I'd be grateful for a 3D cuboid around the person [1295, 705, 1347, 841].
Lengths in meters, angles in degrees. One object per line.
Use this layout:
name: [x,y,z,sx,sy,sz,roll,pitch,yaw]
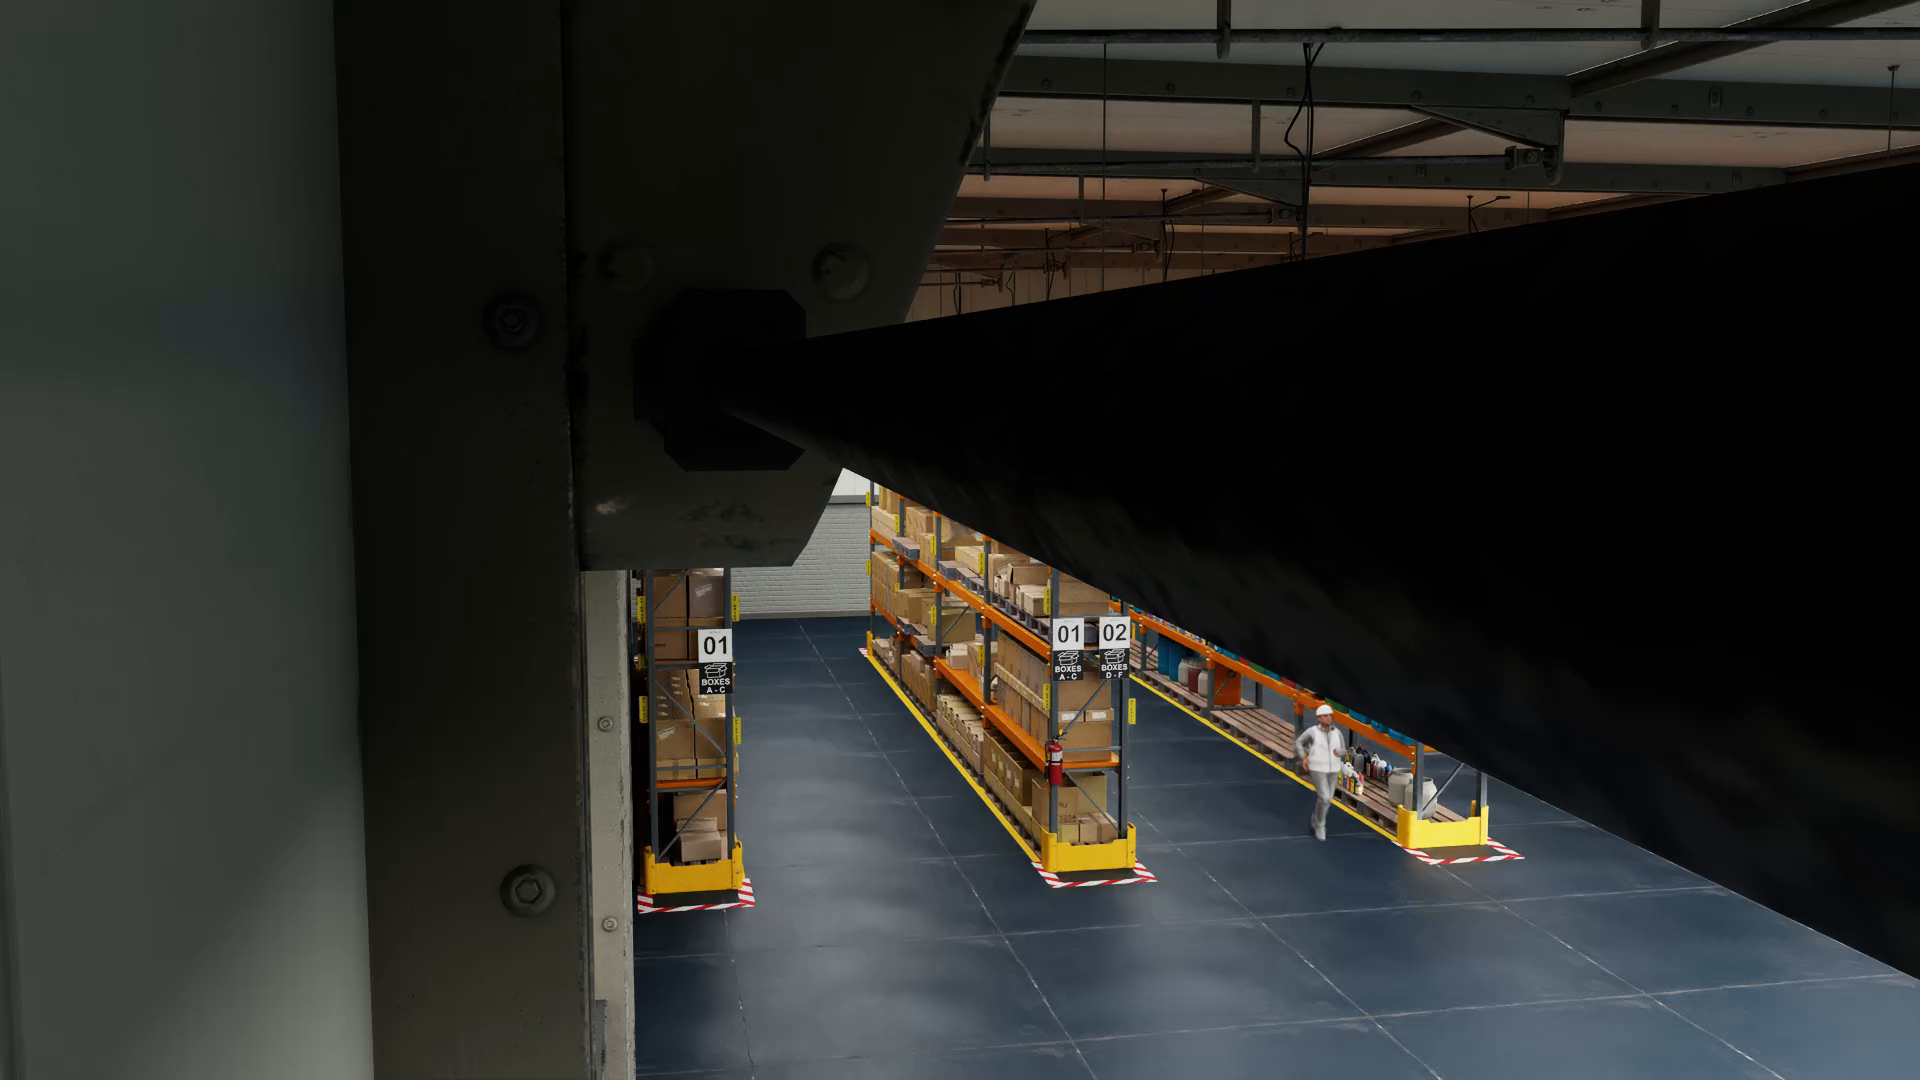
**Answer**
person: [4.905,3.123,22.398,0.620,1.793,0.642,-2,6,-16]
